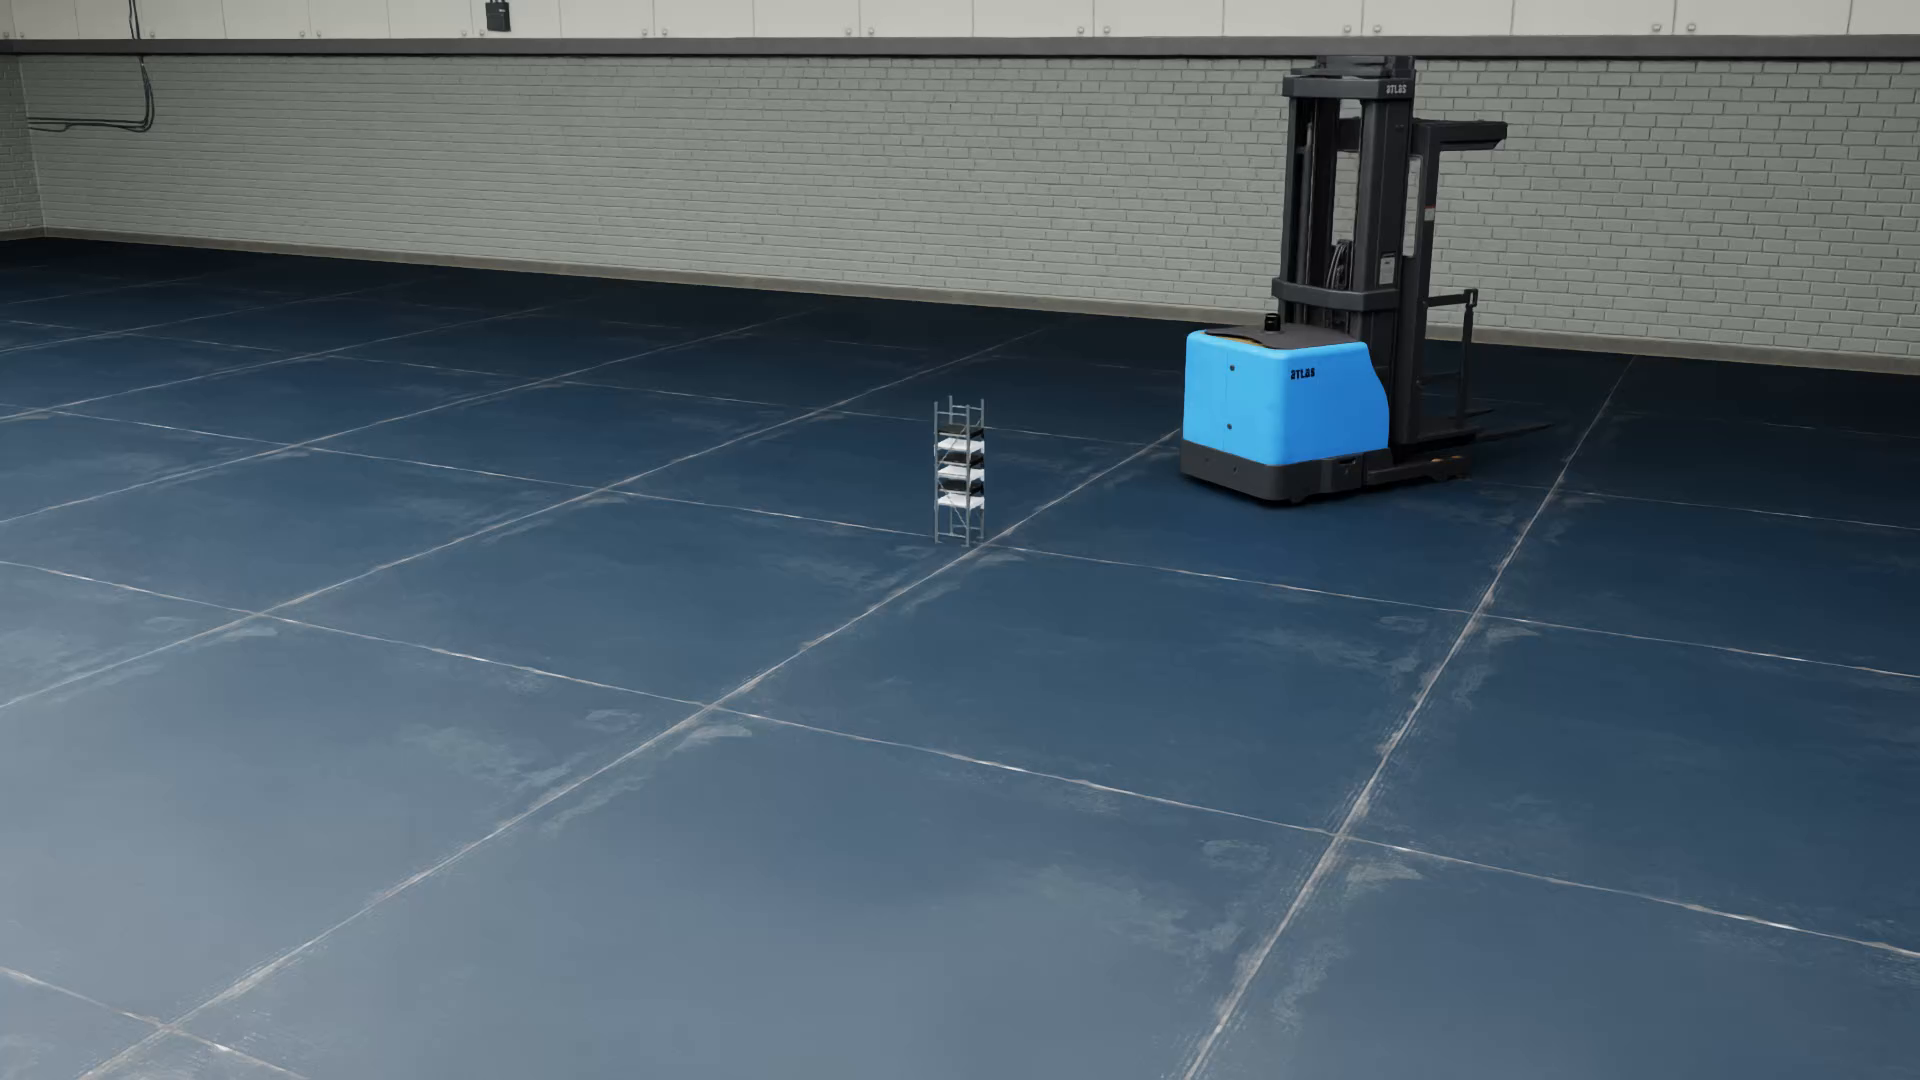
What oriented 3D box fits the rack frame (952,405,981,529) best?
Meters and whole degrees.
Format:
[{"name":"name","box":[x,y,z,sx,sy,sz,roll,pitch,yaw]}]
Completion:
[{"name":"rack frame","box":[0.041,-0.455,10.477,0.228,0.785,0.003,8,18,25]}]

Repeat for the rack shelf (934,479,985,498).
[{"name":"rack shelf","box":[-0.004,-0.311,10.424,0.258,0.077,0.200,8,18,25]}]

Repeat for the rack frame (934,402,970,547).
[{"name":"rack frame","box":[-0.049,-0.403,10.302,0.240,0.900,0.006,8,18,25]}]

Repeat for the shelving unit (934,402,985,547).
[{"name":"shelving unit","box":[-0.004,-0.429,10.389,0.258,0.900,0.208,8,18,25]}]

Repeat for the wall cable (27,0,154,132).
[{"name":"wall cable","box":[-13.735,-7.623,25.839,3.097,2.526,0.112,8,18,25]}]

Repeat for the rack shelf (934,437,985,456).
[{"name":"rack shelf","box":[-0.004,-0.570,10.348,0.258,0.077,0.200,8,18,25]}]

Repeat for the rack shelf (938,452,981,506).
[{"name":"rack shelf","box":[-0.004,-0.381,10.404,0.221,0.281,0.190,8,18,25]}]

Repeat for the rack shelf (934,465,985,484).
[{"name":"rack shelf","box":[-0.004,-0.397,10.399,0.258,0.077,0.200,8,18,25]}]

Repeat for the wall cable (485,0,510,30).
[{"name":"wall cable","box":[-5.249,-9.530,20.833,2.305,6.003,0.169,8,18,25]}]
